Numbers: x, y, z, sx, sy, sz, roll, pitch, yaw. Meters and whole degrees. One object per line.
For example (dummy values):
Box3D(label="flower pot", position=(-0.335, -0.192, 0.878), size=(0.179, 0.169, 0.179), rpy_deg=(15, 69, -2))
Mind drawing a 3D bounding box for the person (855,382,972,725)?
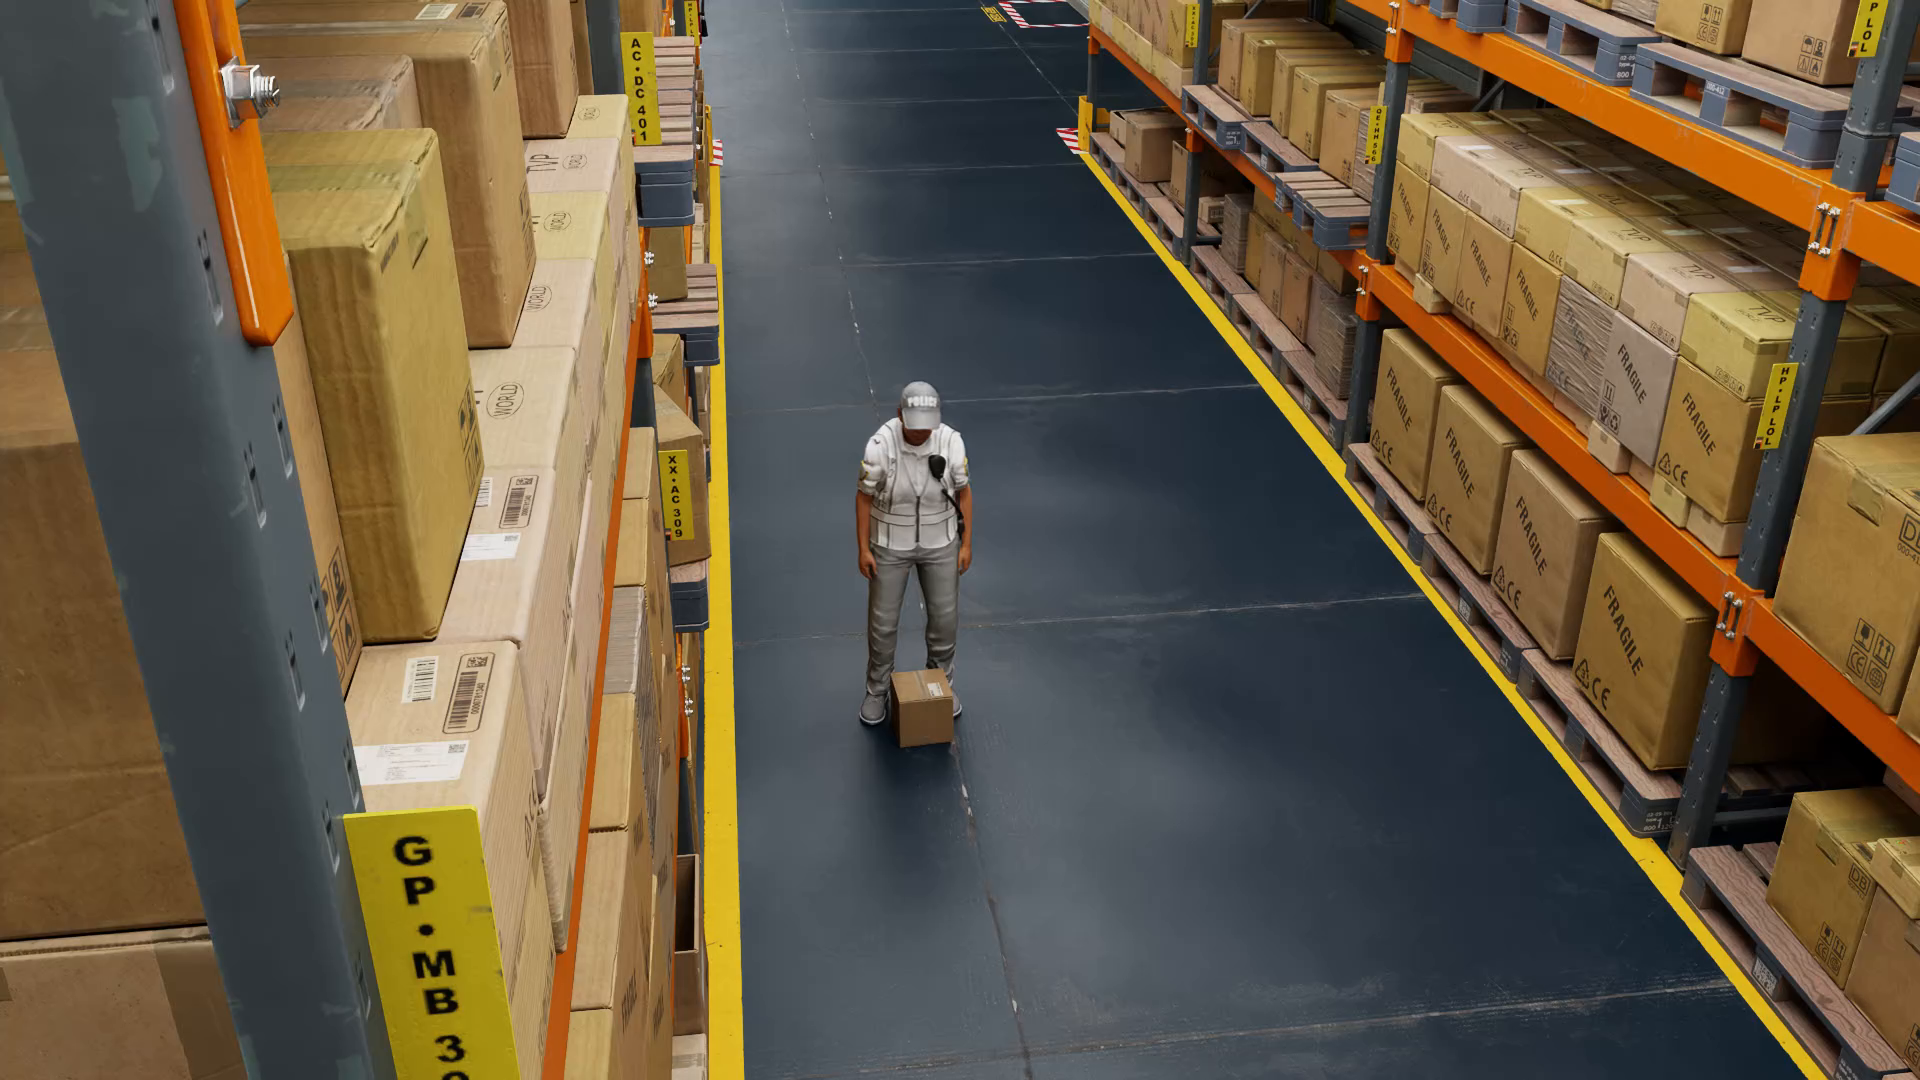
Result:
Box3D(label="person", position=(-0.210, 0.046, 7.523), size=(0.547, 1.666, 0.473), rpy_deg=(-3, 28, -7))
